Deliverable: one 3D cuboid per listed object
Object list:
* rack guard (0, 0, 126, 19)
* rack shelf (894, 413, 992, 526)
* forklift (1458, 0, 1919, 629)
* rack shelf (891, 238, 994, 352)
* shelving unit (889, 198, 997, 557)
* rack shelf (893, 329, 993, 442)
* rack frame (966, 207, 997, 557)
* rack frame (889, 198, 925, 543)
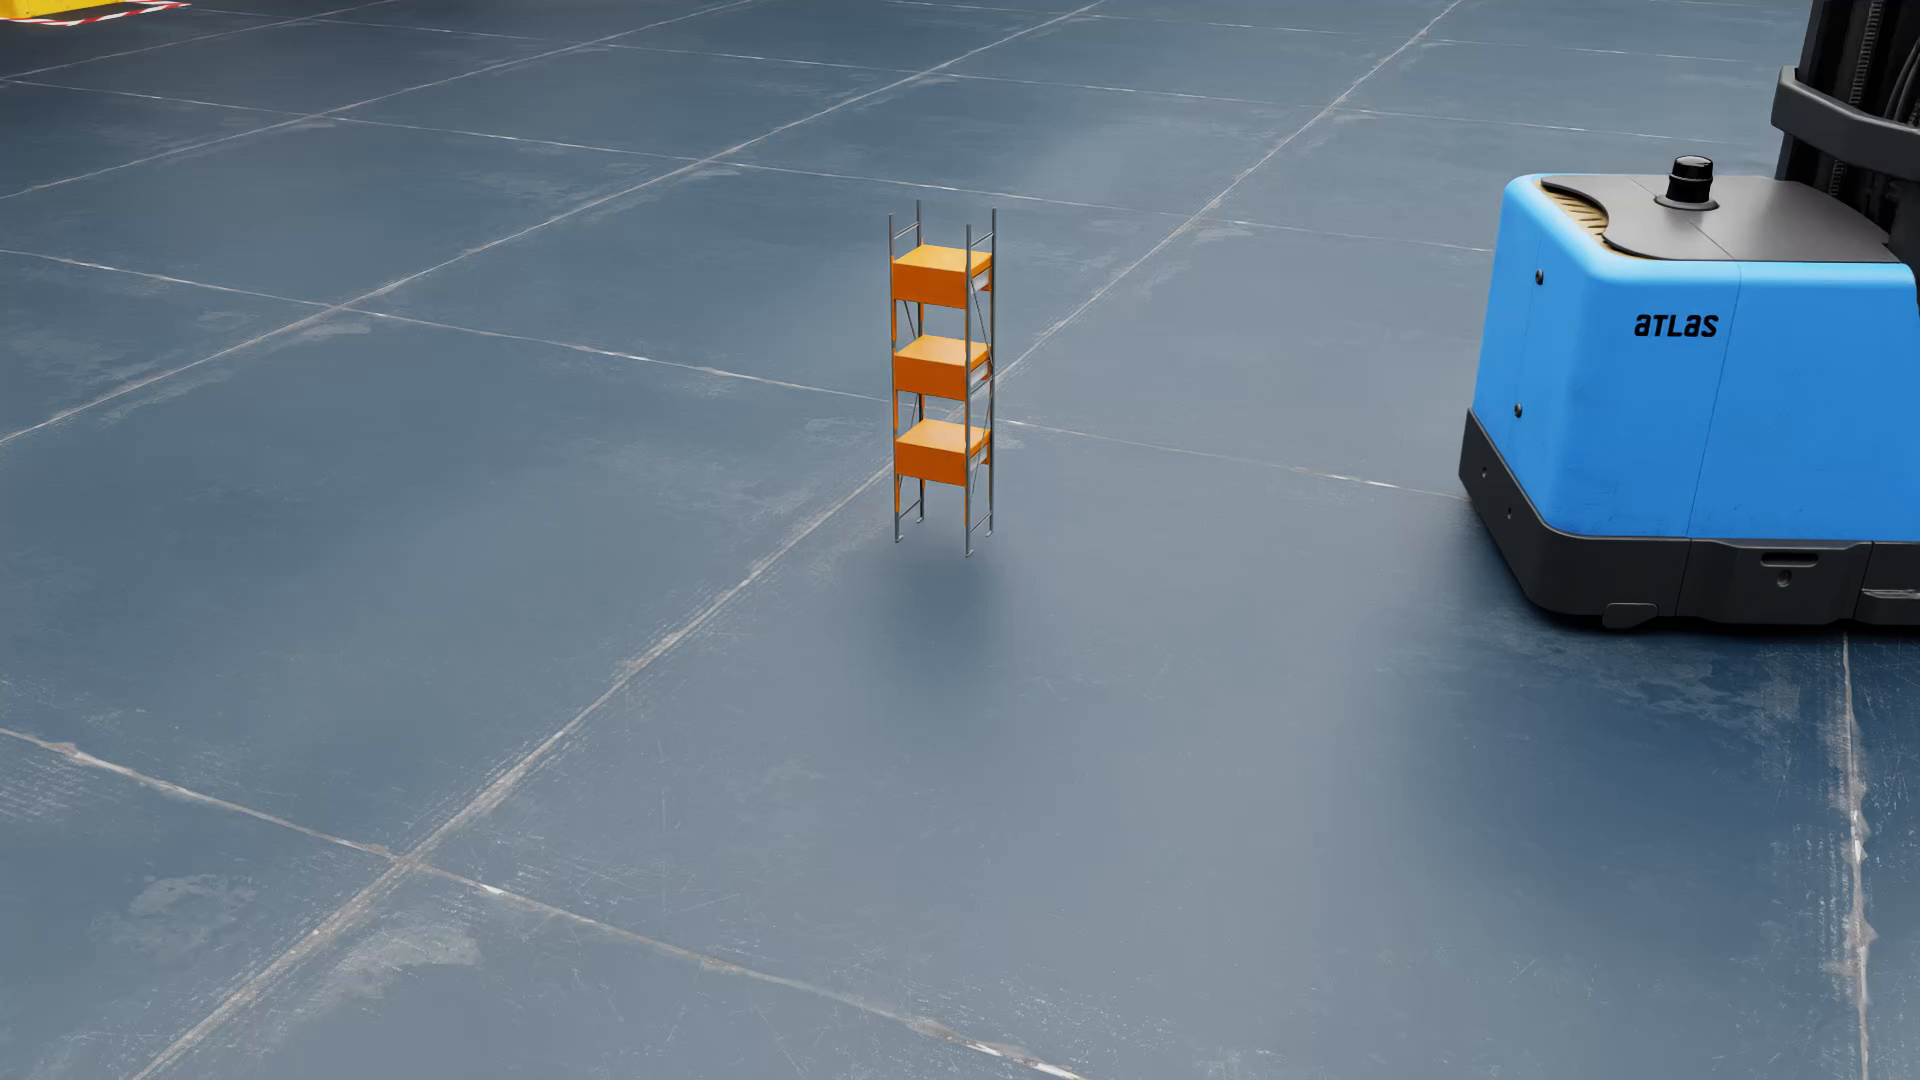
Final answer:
[{"bbox_3d":[-8.083,-5.011,14.861,0.348,0.500,1.175,11,28,22],"label":"rack guard"},{"bbox_3d":[-0.049,-0.222,5.165,0.240,0.259,0.215,11,28,22],"label":"rack shelf"},{"bbox_3d":[3.152,-1.249,4.469,3.031,2.935,1.130,1,26,2],"label":"forklift"},{"bbox_3d":[-0.049,-0.726,4.917,0.240,0.259,0.215,11,28,22],"label":"rack shelf"},{"bbox_3d":[-0.049,-0.481,5.038,0.252,1.050,0.215,11,28,22],"label":"shelving unit"},{"bbox_3d":[-0.049,-0.471,5.043,0.240,0.259,0.215,11,28,22],"label":"rack shelf"},{"bbox_3d":[0.062,-0.458,4.993,0.008,1.050,0.200,11,28,22],"label":"rack frame"},{"bbox_3d":[-0.160,-0.503,5.083,0.008,1.050,0.200,11,28,22],"label":"rack frame"}]
